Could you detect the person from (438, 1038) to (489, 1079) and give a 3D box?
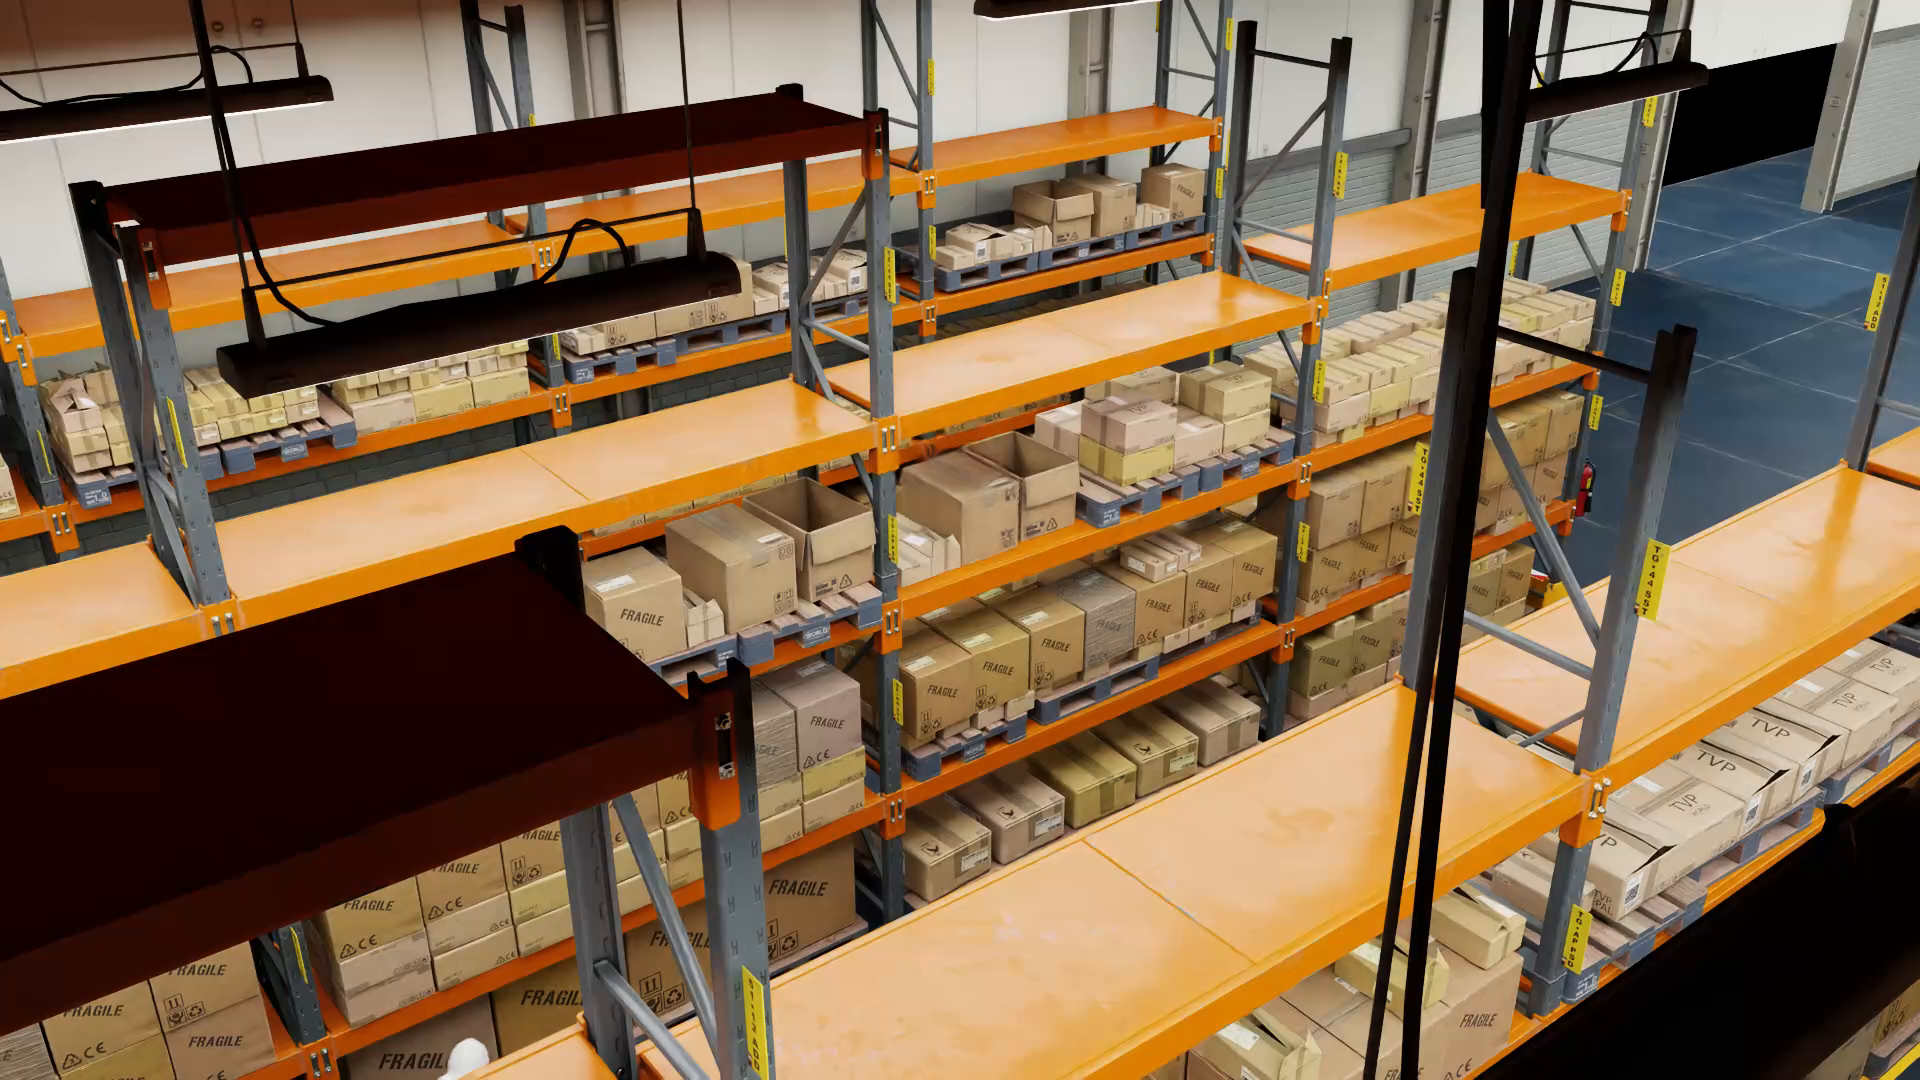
[{"bbox_3d":[-2.556,3.434,9.124,0.612,1.835,0.426,2,26,5],"label":"person"}]
